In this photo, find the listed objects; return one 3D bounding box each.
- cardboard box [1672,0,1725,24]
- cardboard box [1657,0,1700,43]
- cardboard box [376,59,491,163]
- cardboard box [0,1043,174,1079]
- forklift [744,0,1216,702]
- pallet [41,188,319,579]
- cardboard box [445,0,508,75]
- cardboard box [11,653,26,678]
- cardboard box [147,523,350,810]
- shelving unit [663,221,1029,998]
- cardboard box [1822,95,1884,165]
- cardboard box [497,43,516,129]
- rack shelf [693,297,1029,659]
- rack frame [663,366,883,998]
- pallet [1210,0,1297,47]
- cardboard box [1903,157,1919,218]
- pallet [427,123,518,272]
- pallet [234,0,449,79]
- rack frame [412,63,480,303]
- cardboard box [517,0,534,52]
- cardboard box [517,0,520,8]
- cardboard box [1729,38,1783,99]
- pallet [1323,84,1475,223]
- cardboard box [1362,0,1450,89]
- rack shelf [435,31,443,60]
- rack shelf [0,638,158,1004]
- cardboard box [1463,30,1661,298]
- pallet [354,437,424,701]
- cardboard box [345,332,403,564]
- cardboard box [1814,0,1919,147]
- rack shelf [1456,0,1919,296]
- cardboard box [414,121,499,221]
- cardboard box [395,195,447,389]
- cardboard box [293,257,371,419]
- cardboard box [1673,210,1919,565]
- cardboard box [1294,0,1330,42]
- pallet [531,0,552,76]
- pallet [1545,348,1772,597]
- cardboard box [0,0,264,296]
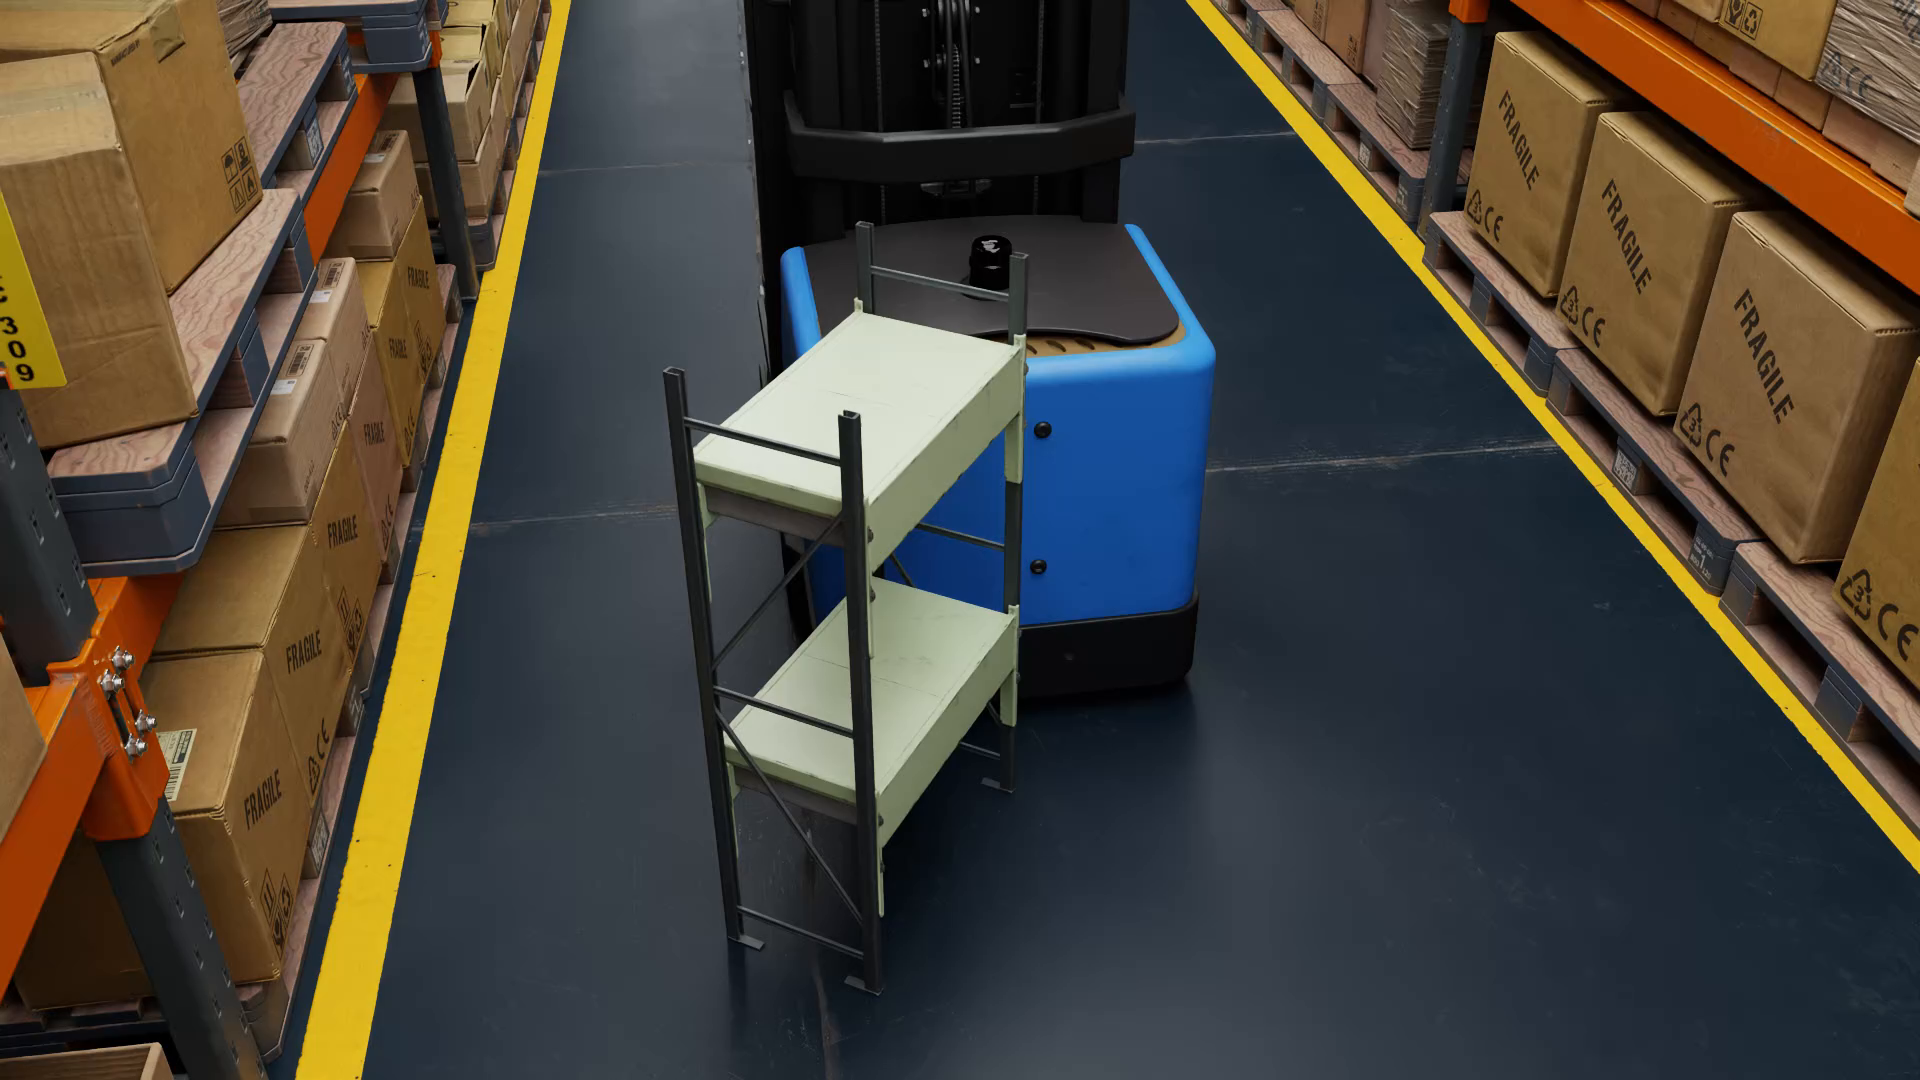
[{"bbox_3d":[2.413,-1.876,4.969,0.500,0.500,0.500,-5,35,-7],"label":"cardboard box"},{"bbox_3d":[2.466,-1.696,5.281,0.380,0.149,0.250,-4,34,-5],"label":"cardboard box"},{"bbox_3d":[-2.213,-1.770,6.755,0.500,0.311,0.500,-3,34,-5],"label":"cardboard box"},{"bbox_3d":[-1.538,1.193,2.665,0.500,0.500,0.500,-4,35,-6],"label":"cardboard box"},{"bbox_3d":[-0.103,-1.561,4.938,1.130,2.935,3.031,-5,35,-8],"label":"forklift"},{"bbox_3d":[-1.895,-0.330,3.241,1.003,0.211,1.213,-4,35,-6],"label":"pallet"},{"bbox_3d":[-2.359,-2.348,7.602,0.500,0.311,0.500,-5,35,-8],"label":"cardboard box"},{"bbox_3d":[-2.305,0.366,3.878,0.500,0.500,0.500,-4,35,-6],"label":"cardboard box"},{"bbox_3d":[-1.802,0.311,3.959,0.500,0.500,0.500,-4,34,-6],"label":"cardboard box"},{"bbox_3d":[-0.200,0.169,3.670,0.431,1.500,0.755,15,37,21],"label":"shelving unit"},{"bbox_3d":[2.559,-1.116,4.429,0.380,0.149,0.250,-5,35,-8],"label":"cardboard box"},{"bbox_3d":[-2.358,-2.109,7.749,0.500,0.250,0.500,-5,35,-8],"label":"cardboard box"},{"bbox_3d":[-0.200,-0.153,3.450,0.431,0.370,0.720,15,37,21],"label":"rack shelf"},{"bbox_3d":[-0.359,0.355,3.397,0.400,1.500,0.023,15,37,21],"label":"rack frame"},{"bbox_3d":[2.042,-3.210,9.772,1.003,0.211,1.213,-4,35,-6],"label":"pallet"},{"bbox_3d":[2.545,-0.834,4.015,0.380,0.149,0.250,-4,35,-6],"label":"cardboard box"},{"bbox_3d":[-2.506,-1.497,7.259,1.003,0.211,1.213,-4,35,-6],"label":"pallet"},{"bbox_3d":[-2.273,-1.735,5.302,1.213,0.211,1.003,-4,35,-6],"label":"pallet"},{"bbox_3d":[-2.434,-2.187,5.795,1.000,3.000,0.127,-4,35,-6],"label":"rack frame"},{"bbox_3d":[-2.493,-2.679,8.586,0.500,0.250,0.500,-4,34,-5],"label":"cardboard box"},{"bbox_3d":[-2.492,-2.915,8.435,0.500,0.311,0.500,-4,35,-7],"label":"cardboard box"},{"bbox_3d":[2.506,-1.412,4.864,0.380,0.149,0.250,-4,34,-6],"label":"cardboard box"},{"bbox_3d":[2.371,-1.848,7.774,1.003,0.211,1.213,-4,35,-6],"label":"pallet"},{"bbox_3d":[2.372,-2.407,7.948,0.700,0.500,0.500,-4,35,-6],"label":"cardboard box"},{"bbox_3d":[-2.703,-3.006,7.636,1.077,0.370,4.000,-4,35,-6],"label":"rack shelf"},{"bbox_3d":[-1.627,1.459,1.085,1.077,0.370,4.000,-4,35,-6],"label":"rack shelf"},{"bbox_3d":[2.443,-1.429,6.219,0.750,0.750,0.750,-5,35,-7],"label":"cardboard box"},{"bbox_3d":[-2.210,0.064,4.968,1.003,0.211,1.213,-4,35,-6],"label":"pallet"},{"bbox_3d":[-1.930,-0.250,4.783,0.500,0.500,0.500,-6,35,-8],"label":"cardboard box"},{"bbox_3d":[2.563,-1.308,4.135,0.500,0.500,0.500,-4,35,-6],"label":"cardboard box"},{"bbox_3d":[2.743,-1.151,4.914,1.077,0.370,4.000,-4,35,-6],"label":"rack shelf"},{"bbox_3d":[-2.213,-1.539,6.913,0.500,0.250,0.500,-4,35,-7],"label":"cardboard box"},{"bbox_3d":[-2.076,-0.832,5.636,0.500,0.500,0.500,-3,34,-5],"label":"cardboard box"},{"bbox_3d":[-1.922,-0.540,4.542,0.500,0.250,0.500,-5,35,-7],"label":"cardboard box"},{"bbox_3d":[2.673,-0.466,4.806,0.750,0.750,0.750,-3,34,-5],"label":"cardboard box"},{"bbox_3d":[2.199,-2.963,8.764,0.700,0.500,0.500,-4,34,-6],"label":"cardboard box"},{"bbox_3d":[-2.834,-2.859,9.257,1.003,0.211,1.213,-4,35,-6],"label":"pallet"},{"bbox_3d":[2.666,-0.287,5.484,1.003,0.211,1.213,-4,35,-6],"label":"pallet"},{"bbox_3d":[-1.893,-0.830,3.342,0.700,0.500,0.500,1,34,1],"label":"cardboard box"}]
